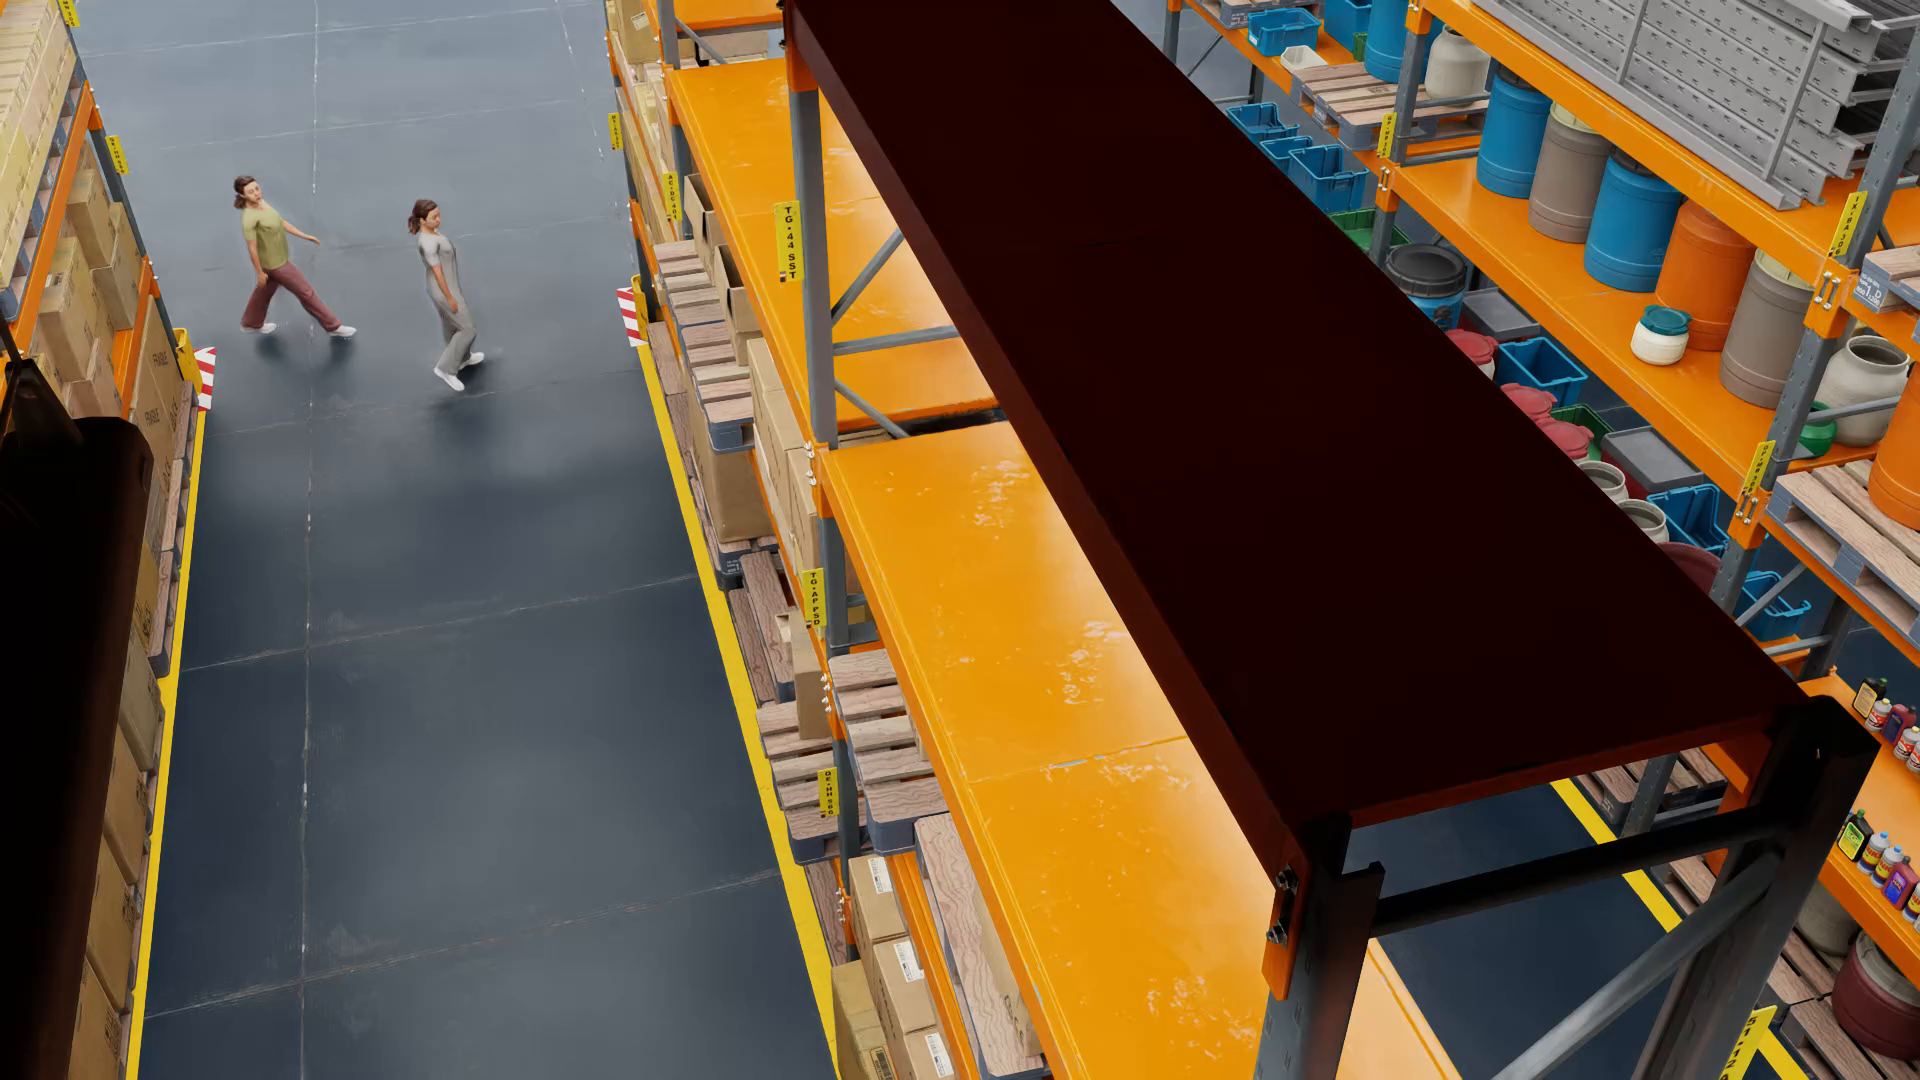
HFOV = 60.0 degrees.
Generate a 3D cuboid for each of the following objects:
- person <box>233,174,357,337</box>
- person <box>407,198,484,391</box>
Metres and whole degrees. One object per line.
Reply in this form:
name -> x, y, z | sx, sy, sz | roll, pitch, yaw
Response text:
person -> -6.004, -2.478, 14.644 | 1.042, 1.605, 0.492 | -6, 39, -7
person -> -4.375, -2.106, 14.122 | 0.492, 1.677, 0.536 | -19, 42, -22
